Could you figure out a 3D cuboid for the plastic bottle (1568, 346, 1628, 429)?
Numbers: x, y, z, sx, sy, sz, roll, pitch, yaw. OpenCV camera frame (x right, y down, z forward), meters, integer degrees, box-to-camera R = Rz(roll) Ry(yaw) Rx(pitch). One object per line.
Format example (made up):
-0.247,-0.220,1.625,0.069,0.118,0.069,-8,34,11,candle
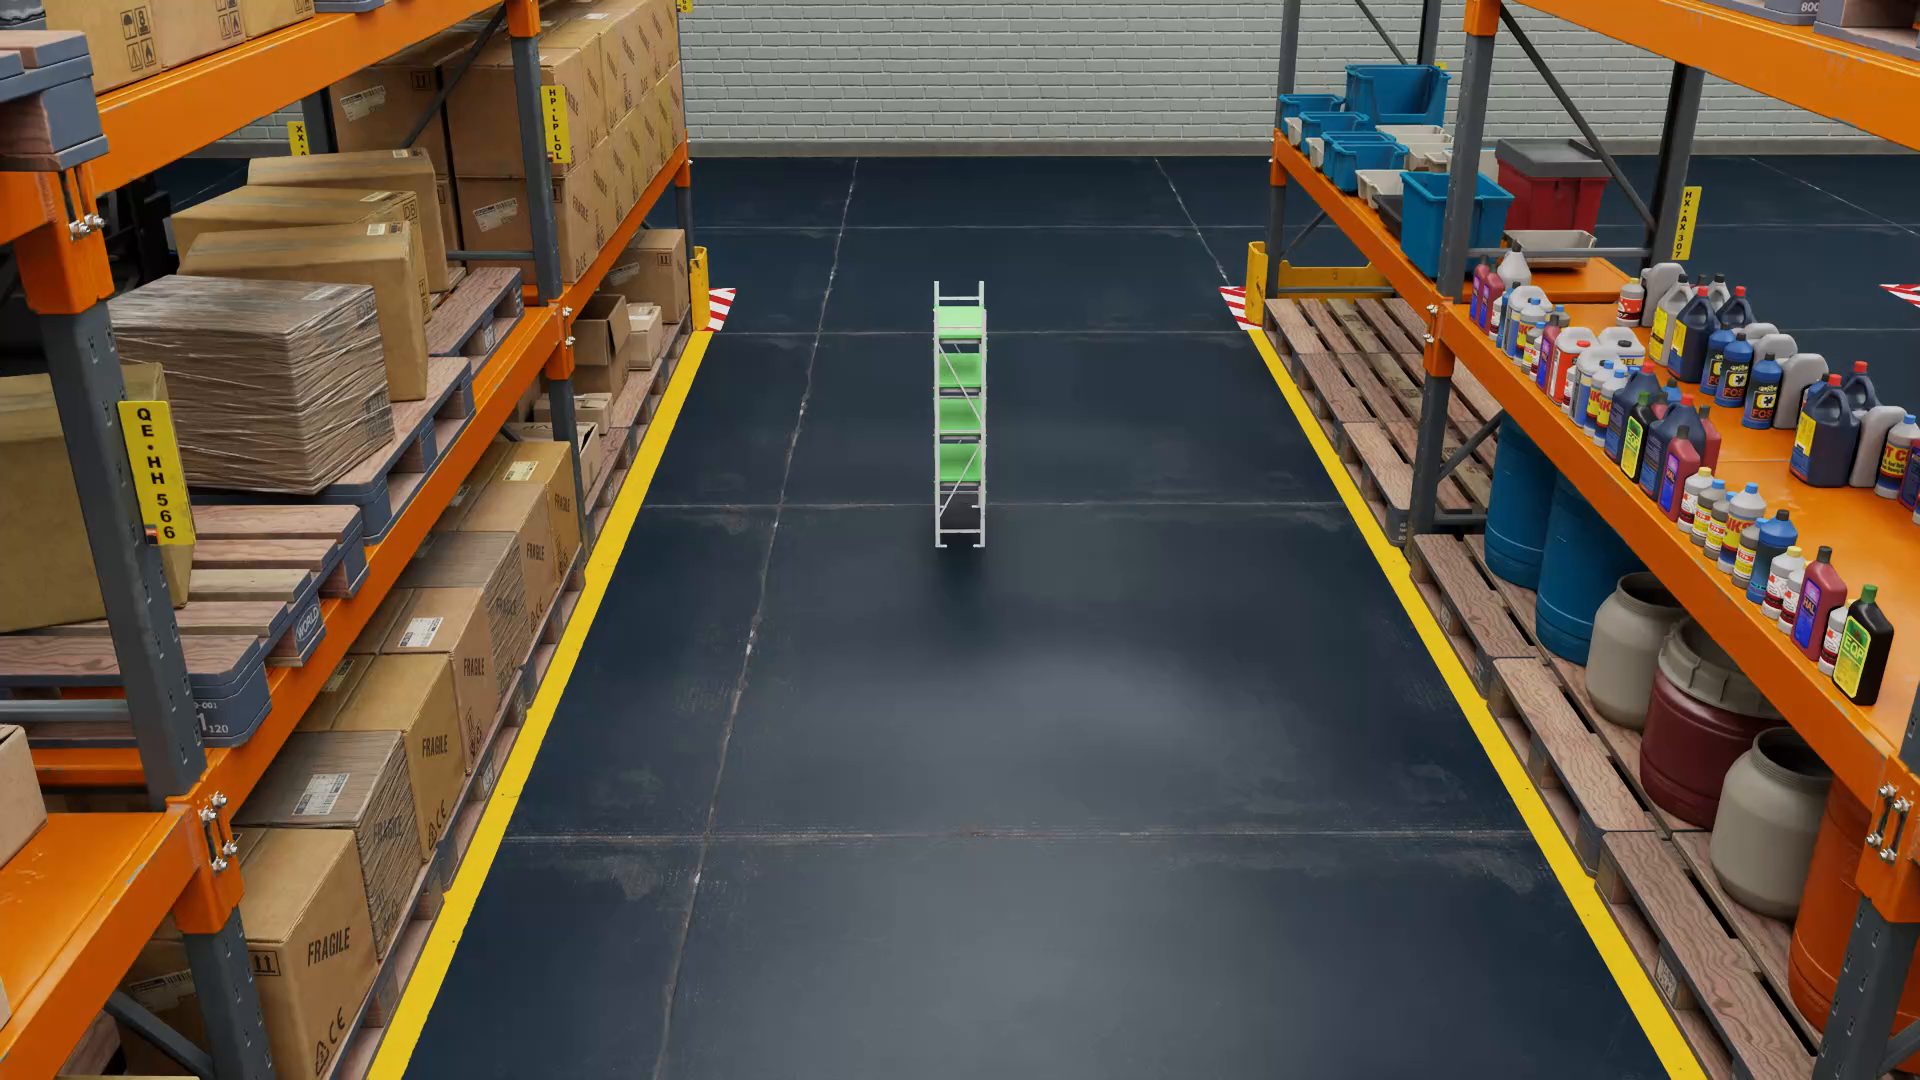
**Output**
2.297,-0.550,5.976,0.152,0.276,0.135,0,24,-1,plastic bottle

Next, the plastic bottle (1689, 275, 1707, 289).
3.036,-0.967,6.889,0.061,0.283,0.133,0,24,-1,plastic bottle

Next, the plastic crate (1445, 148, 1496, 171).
2.896,-2.030,9.229,0.416,0.233,0.300,0,24,-1,plastic crate

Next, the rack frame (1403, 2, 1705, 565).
2.660,-1.276,7.431,1.000,3.000,0.127,0,24,-1,rack frame

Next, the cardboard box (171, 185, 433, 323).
-2.440,-1.013,6.218,0.700,0.500,0.500,4,25,8,cardboard box

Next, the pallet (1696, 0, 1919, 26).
2.782,-1.767,5.105,1.003,0.211,1.213,0,24,-1,pallet

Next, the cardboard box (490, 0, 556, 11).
-2.581,-2.799,9.464,0.500,0.500,0.500,0,24,0,cardboard box

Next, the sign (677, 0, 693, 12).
-1.781,-3.569,10.713,0.100,0.325,0.005,0,24,-1,sign

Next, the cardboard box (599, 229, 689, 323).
-2.084,-1.742,10.961,0.500,0.500,0.500,0,24,-1,cardboard box

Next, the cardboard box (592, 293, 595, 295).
-2.609,-1.420,10.552,0.500,0.250,0.500,0,24,-1,cardboard box

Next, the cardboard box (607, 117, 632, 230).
-2.038,-1.929,8.754,0.500,0.500,0.500,0,24,-1,cardboard box

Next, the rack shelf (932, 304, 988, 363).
-0.002,-0.994,7.982,0.258,0.148,0.480,0,24,-1,rack shelf

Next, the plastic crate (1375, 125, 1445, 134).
2.807,-2.496,10.376,0.396,0.136,0.243,0,24,-1,plastic crate

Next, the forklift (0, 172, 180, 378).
-4.785,-1.657,8.358,1.130,2.935,3.031,1,24,2,forklift

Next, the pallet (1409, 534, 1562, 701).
2.627,0.313,7.302,1.003,0.211,1.213,0,24,-1,pallet

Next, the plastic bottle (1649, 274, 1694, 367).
2.853,-0.875,6.605,0.144,0.351,0.185,0,24,-1,plastic bottle

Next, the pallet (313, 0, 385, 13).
-2.341,-1.840,5.266,1.213,0.211,1.003,0,24,-1,pallet

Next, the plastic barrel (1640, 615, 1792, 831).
2.669,0.613,5.671,0.600,0.588,0.708,0,24,-1,plastic barrel

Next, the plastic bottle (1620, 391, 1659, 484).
2.257,-0.341,5.506,0.061,0.283,0.133,0,24,-1,plastic bottle

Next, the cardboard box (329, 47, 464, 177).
-2.557,-1.963,7.616,0.500,0.500,0.500,0,24,0,cardboard box

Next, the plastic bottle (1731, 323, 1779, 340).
2.997,-0.700,6.308,0.152,0.276,0.135,0,24,-1,plastic bottle

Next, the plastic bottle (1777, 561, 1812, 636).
2.288,0.156,4.507,0.097,0.201,0.097,0,24,0,plastic bottle

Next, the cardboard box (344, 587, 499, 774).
-1.991,0.505,5.992,0.500,0.500,0.500,-1,24,-2,cardboard box

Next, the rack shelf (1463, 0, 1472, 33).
2.639,-3.139,8.783,1.077,0.370,4.000,0,24,-1,rack shelf

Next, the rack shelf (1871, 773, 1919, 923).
2.726,1.524,2.113,1.077,0.370,4.000,0,24,-1,rack shelf

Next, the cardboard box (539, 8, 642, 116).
-2.034,-2.589,8.999,0.500,0.500,0.500,0,24,1,cardboard box

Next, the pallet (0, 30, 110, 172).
-2.152,-0.608,2.544,1.213,0.211,1.003,1,24,2,pallet

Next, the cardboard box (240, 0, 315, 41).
-2.299,-1.623,4.437,0.910,0.500,0.500,0,24,-1,cardboard box

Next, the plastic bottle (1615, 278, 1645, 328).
2.863,-1.016,7.098,0.097,0.201,0.097,0,24,0,plastic bottle

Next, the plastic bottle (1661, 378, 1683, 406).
2.417,-0.420,5.695,0.097,0.271,0.097,0,24,0,plastic bottle

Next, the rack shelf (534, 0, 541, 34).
-2.315,-3.118,8.737,1.077,0.370,4.000,0,24,-1,rack shelf

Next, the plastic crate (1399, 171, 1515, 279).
2.314,-1.487,7.844,0.392,0.384,0.575,0,24,-1,plastic crate

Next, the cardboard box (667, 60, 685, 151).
-2.059,-2.766,10.603,0.500,0.500,0.500,0,24,1,cardboard box

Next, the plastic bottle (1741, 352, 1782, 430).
2.877,-0.539,5.957,0.097,0.271,0.097,0,24,0,plastic bottle

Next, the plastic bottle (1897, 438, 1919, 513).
3.056,-0.230,5.261,0.061,0.283,0.133,0,24,-1,plastic bottle

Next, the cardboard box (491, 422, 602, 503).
-2.081,-0.404,8.233,0.500,0.311,0.500,0,24,-1,cardboard box

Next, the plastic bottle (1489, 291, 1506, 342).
2.259,-0.930,6.907,0.097,0.201,0.097,0,24,0,plastic bottle

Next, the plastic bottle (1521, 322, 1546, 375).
2.263,-0.754,6.518,0.097,0.201,0.097,0,24,0,plastic bottle

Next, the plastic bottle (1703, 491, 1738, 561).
2.282,-0.045,4.951,0.097,0.201,0.097,0,24,0,plastic bottle

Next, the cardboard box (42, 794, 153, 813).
-2.499,0.582,4.912,0.500,0.250,0.500,1,24,1,cardboard box

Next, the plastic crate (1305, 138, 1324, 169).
2.218,-2.316,9.978,0.250,0.136,0.298,0,24,-1,plastic crate

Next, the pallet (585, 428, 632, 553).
-2.299,-0.267,8.585,1.003,0.211,1.213,0,24,-1,pallet

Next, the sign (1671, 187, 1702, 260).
3.211,-1.404,7.378,0.100,0.325,0.005,0,24,-1,sign

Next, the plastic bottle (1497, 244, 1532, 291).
2.341,-1.090,7.080,0.144,0.351,0.185,0,24,-1,plastic bottle

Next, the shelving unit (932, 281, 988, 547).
-0.002,-0.615,8.154,0.258,1.200,0.503,0,24,-1,shelving unit

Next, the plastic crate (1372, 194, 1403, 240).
2.380,-1.638,8.492,0.437,0.125,0.590,0,24,-1,plastic crate
